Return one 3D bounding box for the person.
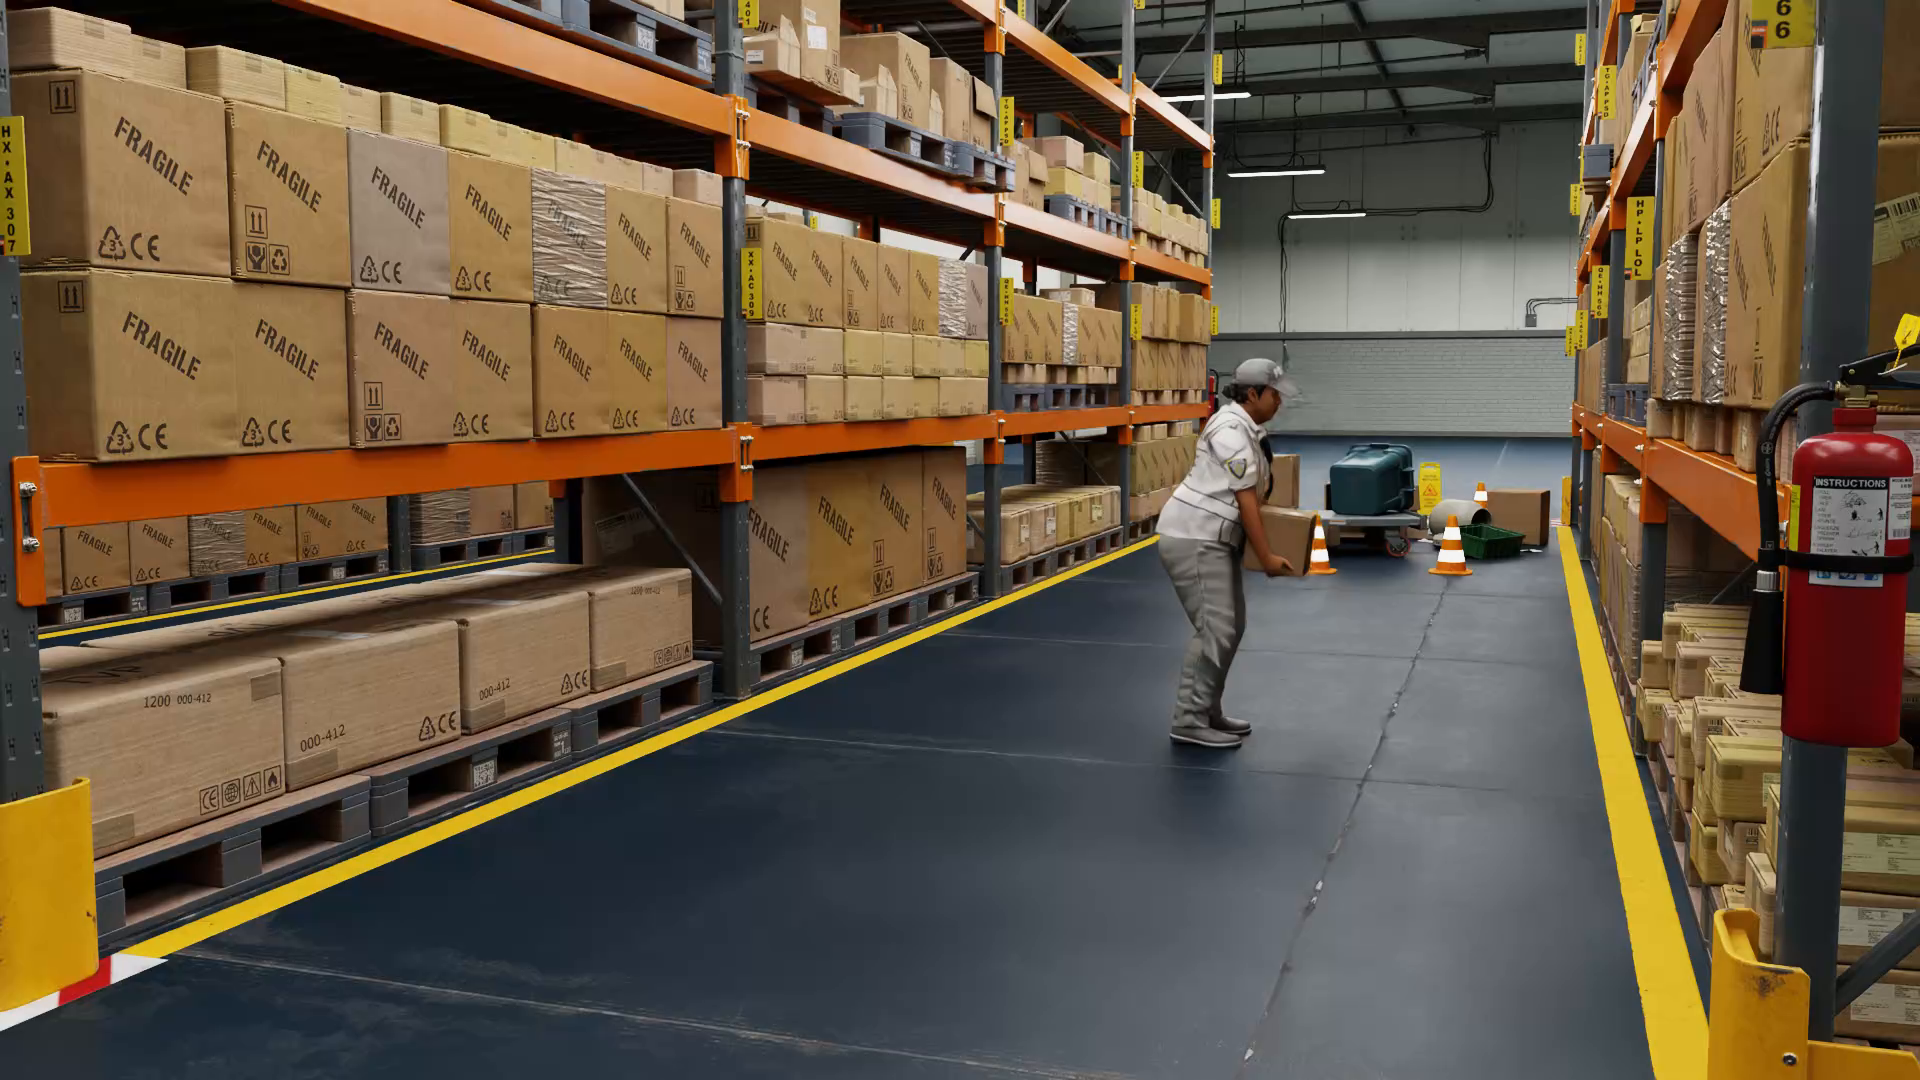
[{"bbox_3d":[1.129,0.046,7.025,0.593,1.623,0.452,2,6,18],"label":"person"}]
